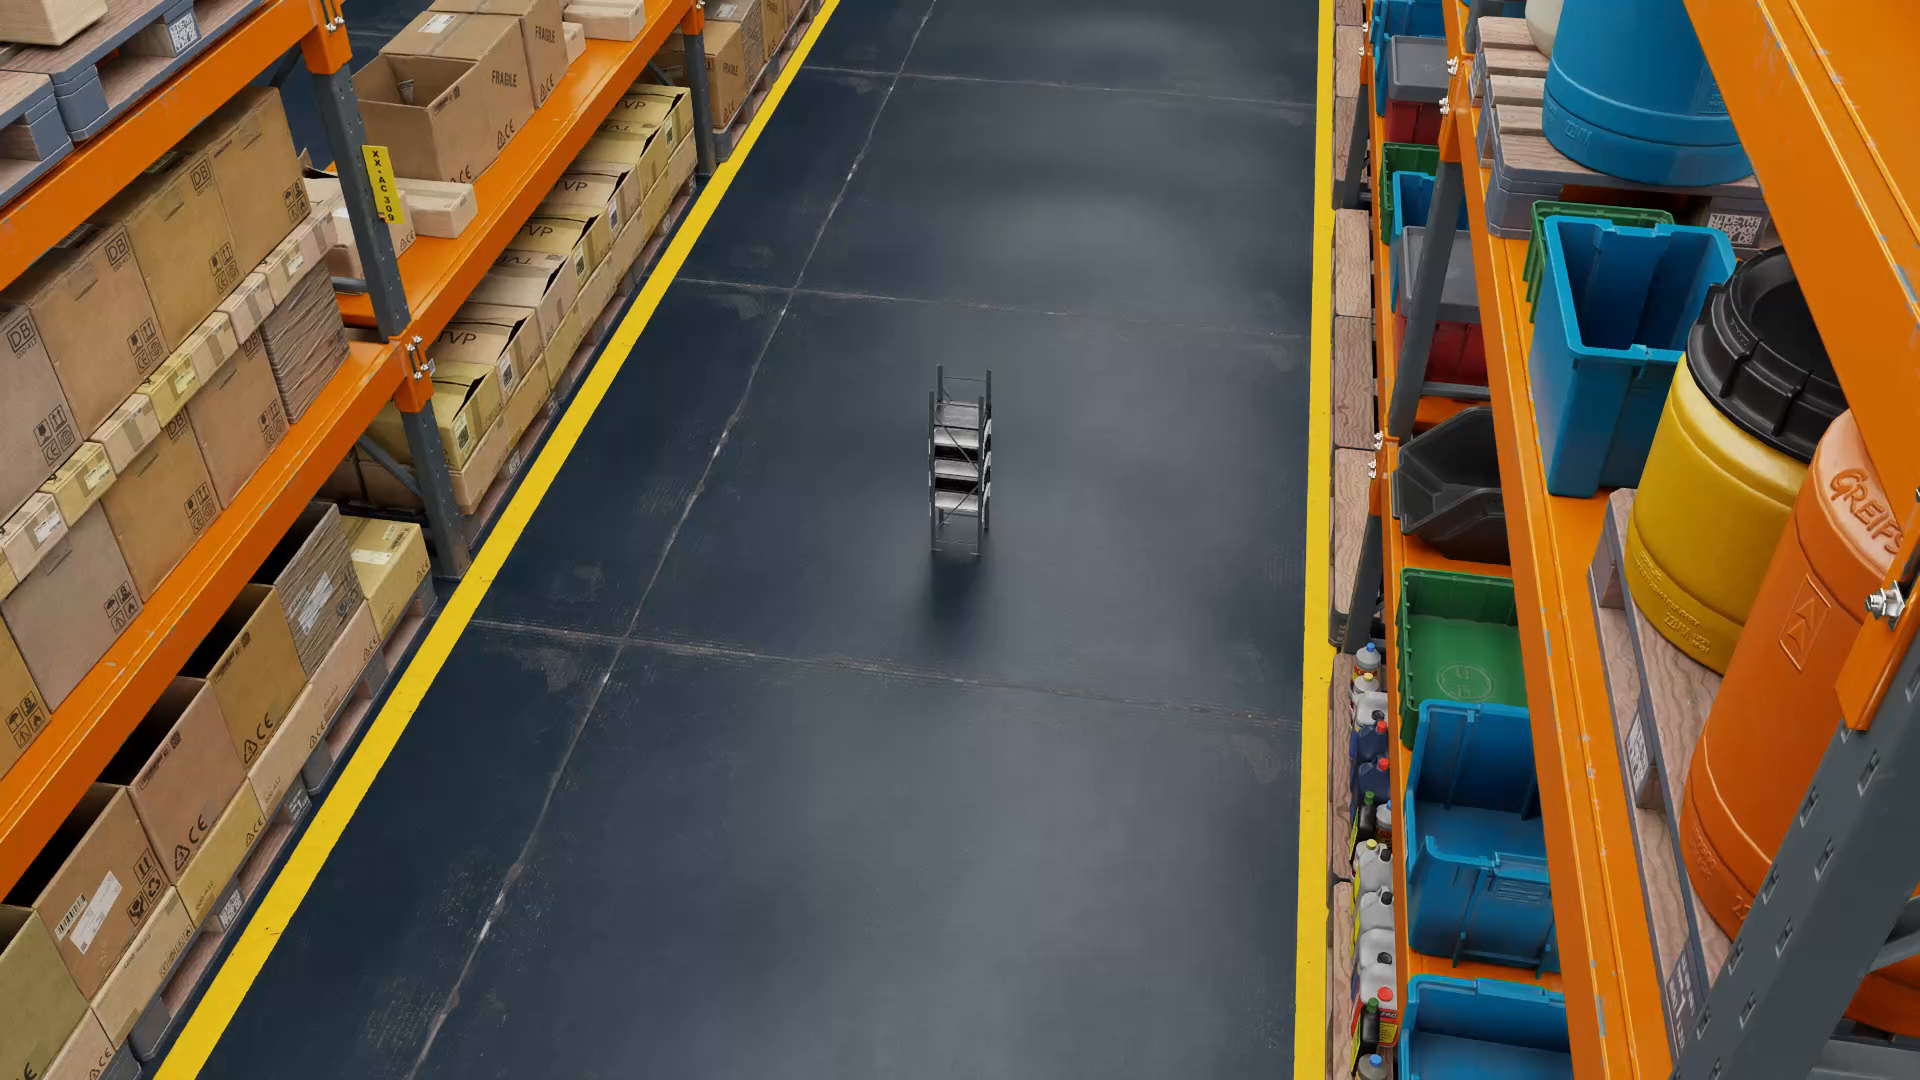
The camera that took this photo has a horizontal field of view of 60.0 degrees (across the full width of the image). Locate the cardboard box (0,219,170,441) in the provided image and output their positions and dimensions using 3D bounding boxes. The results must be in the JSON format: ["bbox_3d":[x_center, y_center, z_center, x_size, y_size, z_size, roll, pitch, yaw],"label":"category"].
[{"bbox_3d":[-3.011,-0.689,5.230,0.700,0.500,0.500,6,40,8],"label":"cardboard box"}]

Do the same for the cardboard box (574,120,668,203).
[{"bbox_3d":[-2.006,-2.207,9.551,0.500,0.311,0.500,6,40,7],"label":"cardboard box"}]

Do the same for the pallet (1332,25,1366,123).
[{"bbox_3d":[3.112,-3.211,11.565,1.003,0.211,1.213,6,40,8],"label":"pallet"}]

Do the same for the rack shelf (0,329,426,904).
[{"bbox_3d":[-3.113,0.471,5.488,1.077,0.370,4.000,6,40,8],"label":"rack shelf"}]

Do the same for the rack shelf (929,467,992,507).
[{"bbox_3d":[0.001,-0.257,7.645,0.258,0.077,0.200,6,40,8],"label":"rack shelf"}]

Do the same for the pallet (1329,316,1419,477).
[{"bbox_3d":[2.418,-0.703,8.532,1.003,0.211,1.213,6,40,8],"label":"pallet"}]

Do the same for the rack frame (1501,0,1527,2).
[{"bbox_3d":[2.111,-2.825,4.202,1.000,3.000,0.127,6,40,8],"label":"rack frame"}]

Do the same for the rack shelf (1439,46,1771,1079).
[{"bbox_3d":[1.765,-0.137,3.869,1.077,0.370,4.000,6,40,8],"label":"rack shelf"}]

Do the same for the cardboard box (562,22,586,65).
[{"bbox_3d":[-2.240,-2.668,8.917,0.380,0.149,0.250,9,40,11],"label":"cardboard box"}]

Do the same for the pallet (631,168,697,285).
[{"bbox_3d":[-2.255,-1.985,10.082,1.003,0.211,1.213,6,40,8],"label":"pallet"}]

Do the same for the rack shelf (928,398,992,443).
[{"bbox_3d":[0.001,-0.534,7.415,0.258,0.077,0.200,6,40,8],"label":"rack shelf"}]

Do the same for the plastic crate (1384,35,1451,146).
[{"bbox_3d":[2.223,-2.068,7.943,0.402,0.464,0.583,6,40,8],"label":"plastic crate"}]

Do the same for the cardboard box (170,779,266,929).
[{"bbox_3d":[-2.886,1.094,5.999,0.500,0.250,0.500,6,40,8],"label":"cardboard box"}]

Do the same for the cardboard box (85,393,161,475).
[{"bbox_3d":[-2.824,-0.359,5.340,0.380,0.149,0.250,7,40,9],"label":"cardboard box"}]

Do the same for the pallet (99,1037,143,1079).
[{"bbox_3d":[-3.368,2.039,5.215,1.003,0.211,1.213,6,40,8],"label":"pallet"}]

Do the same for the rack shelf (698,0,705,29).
[{"bbox_3d":[-1.728,-4.550,11.560,1.077,0.370,4.000,6,40,8],"label":"rack shelf"}]

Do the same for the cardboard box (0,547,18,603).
[{"bbox_3d":[-2.958,0.129,4.749,0.380,0.149,0.250,6,40,7],"label":"cardboard box"}]

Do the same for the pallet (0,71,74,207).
[{"bbox_3d":[-3.102,-0.882,4.275,1.003,0.211,1.213,6,40,8],"label":"pallet"}]

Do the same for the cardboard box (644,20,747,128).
[{"bbox_3d":[-1.714,-3.032,10.777,0.500,0.500,0.500,8,40,10],"label":"cardboard box"}]

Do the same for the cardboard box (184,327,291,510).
[{"bbox_3d":[-2.922,-0.489,6.006,0.700,0.500,0.500,6,40,7],"label":"cardboard box"}]

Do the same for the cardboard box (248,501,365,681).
[{"bbox_3d":[-2.729,0.175,6.521,0.500,0.500,0.500,6,40,8],"label":"cardboard box"}]

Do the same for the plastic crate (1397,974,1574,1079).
[{"bbox_3d":[1.329,1.301,4.036,0.499,0.251,0.408,6,40,8],"label":"plastic crate"}]

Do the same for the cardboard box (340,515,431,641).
[{"bbox_3d":[-2.632,0.152,7.138,0.500,0.250,0.500,6,40,8],"label":"cardboard box"}]

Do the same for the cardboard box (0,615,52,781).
[{"bbox_3d":[-3.188,0.478,4.837,0.700,0.500,0.500,7,40,8],"label":"cardboard box"}]

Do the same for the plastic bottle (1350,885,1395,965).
[{"bbox_3d":[1.425,1.301,5.653,0.144,0.351,0.185,8,40,10],"label":"plastic bottle"}]

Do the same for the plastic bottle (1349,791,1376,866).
[{"bbox_3d":[1.461,1.043,6.018,0.061,0.283,0.133,8,40,10],"label":"plastic bottle"}]

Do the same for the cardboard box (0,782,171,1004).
[{"bbox_3d":[-2.988,1.116,5.382,0.500,0.500,0.500,6,40,8],"label":"cardboard box"}]

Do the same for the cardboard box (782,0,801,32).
[{"bbox_3d":[-1.452,-4.004,11.952,0.500,0.500,0.500,5,40,6],"label":"cardboard box"}]

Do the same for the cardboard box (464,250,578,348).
[{"bbox_3d":[-2.269,-1.250,8.393,0.500,0.311,0.500,5,40,6],"label":"cardboard box"}]

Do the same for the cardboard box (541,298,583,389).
[{"bbox_3d":[-2.276,-1.035,8.574,0.500,0.250,0.500,5,40,6],"label":"cardboard box"}]

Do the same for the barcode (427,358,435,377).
[{"bbox_3d":[-2.312,-0.752,7.265,0.001,0.075,0.075,6,40,8],"label":"barcode"}]

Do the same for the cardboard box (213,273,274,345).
[{"bbox_3d":[-2.690,-0.836,5.917,0.380,0.149,0.250,5,40,6],"label":"cardboard box"}]

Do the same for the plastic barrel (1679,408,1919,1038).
[{"bbox_3d":[1.378,0.195,2.236,0.600,0.830,0.708,6,40,8],"label":"plastic barrel"}]

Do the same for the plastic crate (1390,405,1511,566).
[{"bbox_3d":[1.896,-0.175,5.753,0.767,0.338,0.504,6,40,8],"label":"plastic crate"}]

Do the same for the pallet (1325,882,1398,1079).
[{"bbox_3d":[1.745,1.747,5.569,1.003,0.211,1.213,6,40,8],"label":"pallet"}]

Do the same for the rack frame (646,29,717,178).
[{"bbox_3d":[-2.074,-3.572,9.813,1.000,3.000,0.127,6,40,8],"label":"rack frame"}]

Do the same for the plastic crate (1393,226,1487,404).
[{"bbox_3d":[1.894,-0.875,6.501,0.402,0.464,0.583,6,40,8],"label":"plastic crate"}]

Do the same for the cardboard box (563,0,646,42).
[{"bbox_3d":[-1.958,-2.880,9.173,0.380,0.149,0.250,6,40,8],"label":"cardboard box"}]

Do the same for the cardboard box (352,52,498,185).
[{"bbox_3d":[-2.526,-1.911,7.725,0.500,0.500,0.500,9,40,11],"label":"cardboard box"}]

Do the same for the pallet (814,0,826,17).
[{"bbox_3d":[-1.486,-4.493,13.115,1.003,0.211,1.213,6,40,8],"label":"pallet"}]

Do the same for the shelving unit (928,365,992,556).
[{"bbox_3d":[0.001,-0.352,7.566,0.258,0.900,0.210,6,40,8],"label":"shelving unit"}]

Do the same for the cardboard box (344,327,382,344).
[{"bbox_3d":[-2.895,-0.993,8.082,0.500,0.311,0.500,7,40,9],"label":"cardboard box"}]

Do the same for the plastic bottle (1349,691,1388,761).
[{"bbox_3d":[1.596,0.725,6.408,0.152,0.276,0.135,8,40,9],"label":"plastic bottle"}]

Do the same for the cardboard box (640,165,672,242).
[{"bbox_3d":[-2.011,-1.993,9.732,0.500,0.250,0.500,6,40,7],"label":"cardboard box"}]

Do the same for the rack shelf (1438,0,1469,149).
[{"bbox_3d":[2.458,-2.647,6.905,1.077,0.370,4.000,6,40,8],"label":"rack shelf"}]

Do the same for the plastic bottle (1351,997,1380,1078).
[{"bbox_3d":[1.308,1.598,5.346,0.061,0.283,0.133,7,40,9],"label":"plastic bottle"}]

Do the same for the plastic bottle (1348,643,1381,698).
[{"bbox_3d":[1.625,0.521,6.659,0.097,0.271,0.097,0,40,0],"label":"plastic bottle"}]
